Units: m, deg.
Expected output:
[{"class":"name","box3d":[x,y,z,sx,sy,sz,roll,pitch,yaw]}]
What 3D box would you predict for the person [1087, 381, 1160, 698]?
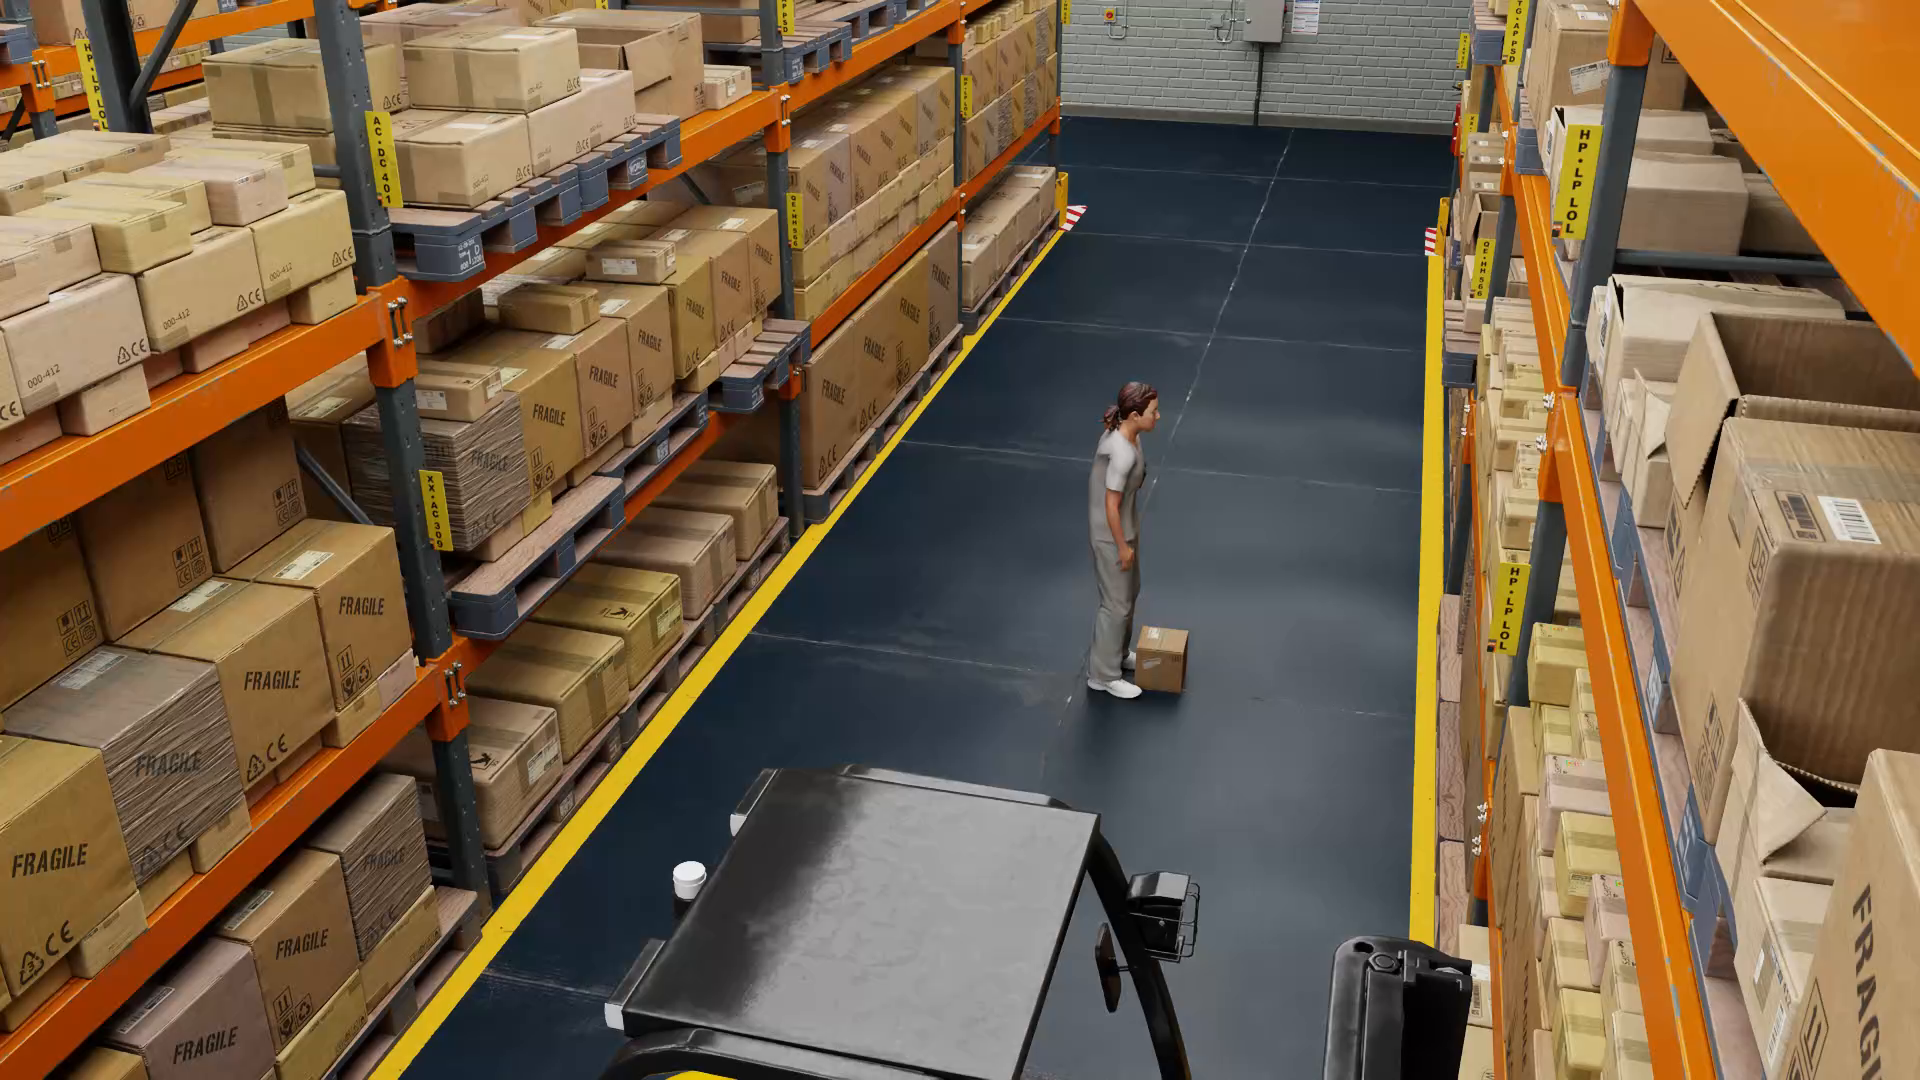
[{"class":"person","box3d":[0.842,0.030,8.693,0.356,1.548,0.512,5,26,11]}]
